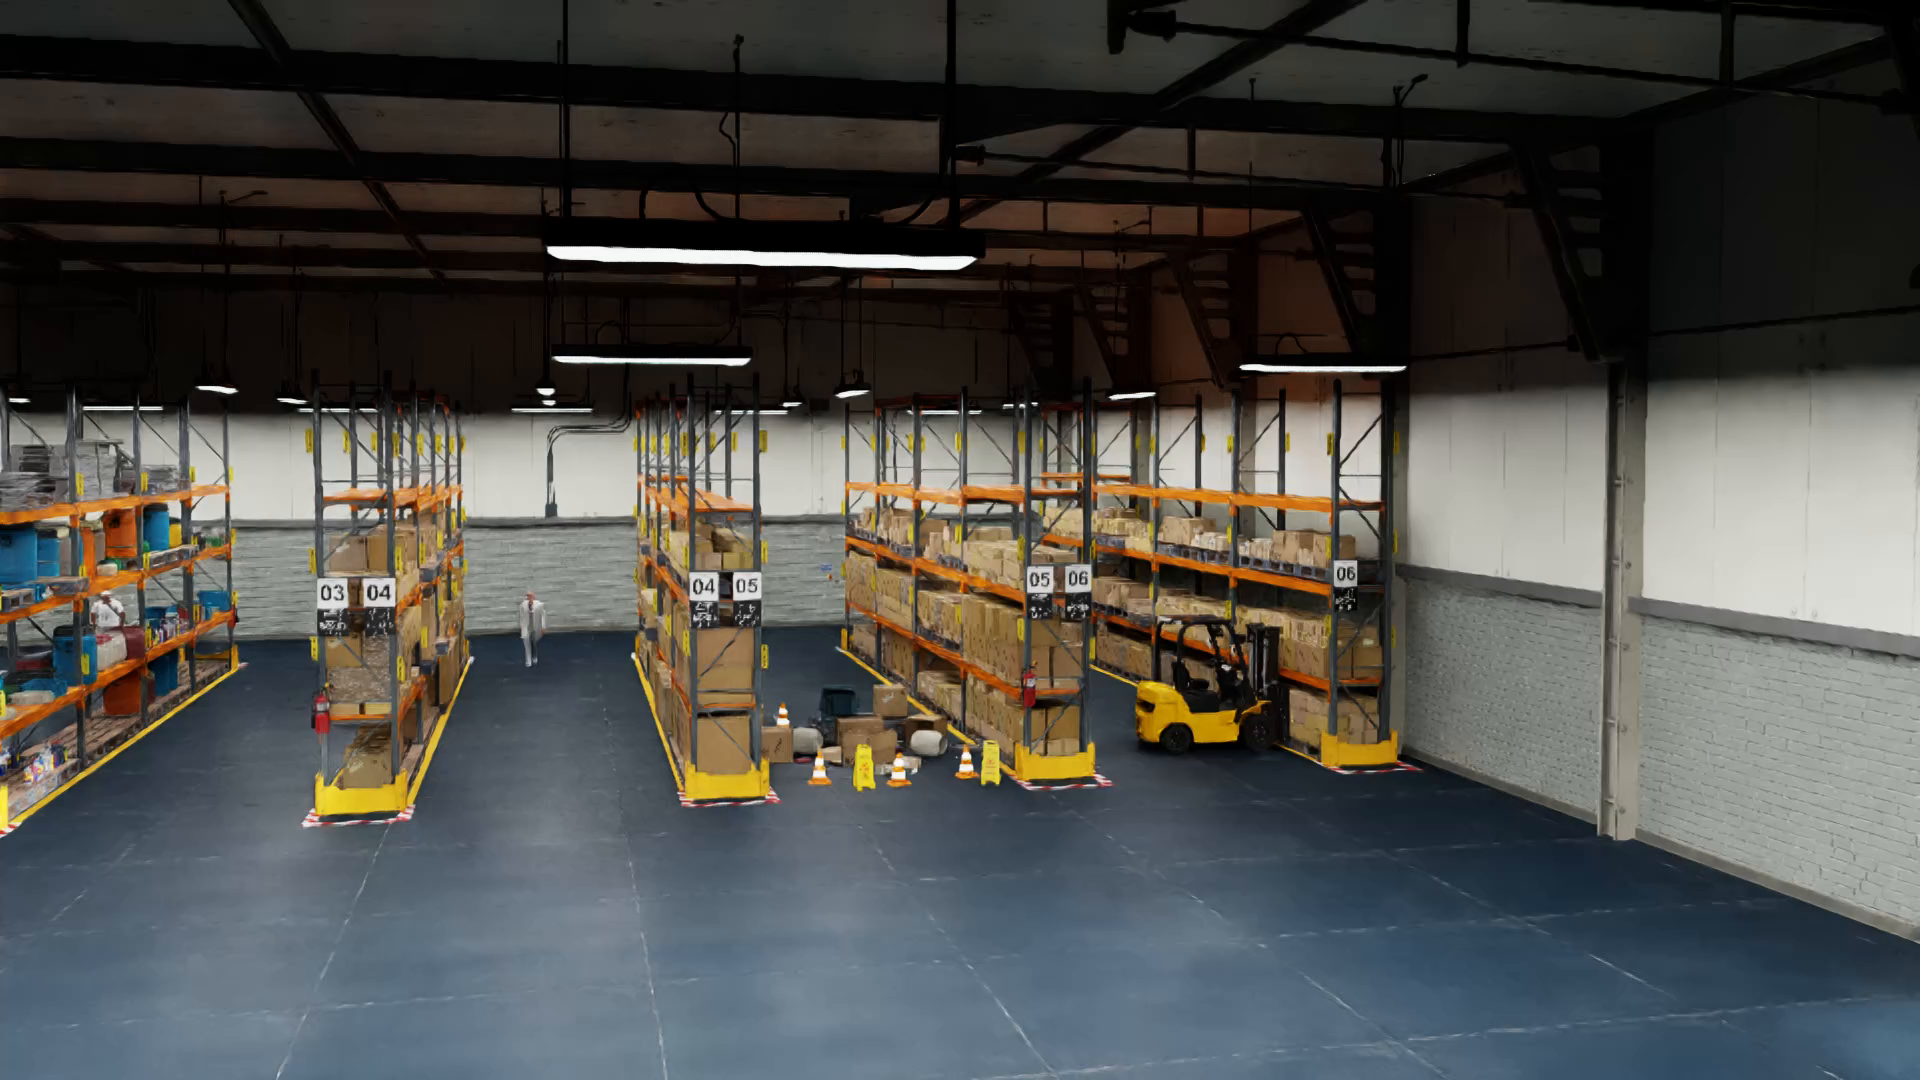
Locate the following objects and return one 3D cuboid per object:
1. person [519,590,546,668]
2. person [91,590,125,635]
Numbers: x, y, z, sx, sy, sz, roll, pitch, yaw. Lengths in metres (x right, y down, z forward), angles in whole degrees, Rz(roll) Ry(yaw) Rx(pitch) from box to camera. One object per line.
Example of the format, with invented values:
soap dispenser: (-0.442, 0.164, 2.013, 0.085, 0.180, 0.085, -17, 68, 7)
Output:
person: (-9.617, 1.977, 37.396, 0.600, 1.725, 1.111, -1, 3, -15)
person: (-19.492, 1.959, 38.026, 0.719, 1.714, 0.578, -1, 3, -16)
